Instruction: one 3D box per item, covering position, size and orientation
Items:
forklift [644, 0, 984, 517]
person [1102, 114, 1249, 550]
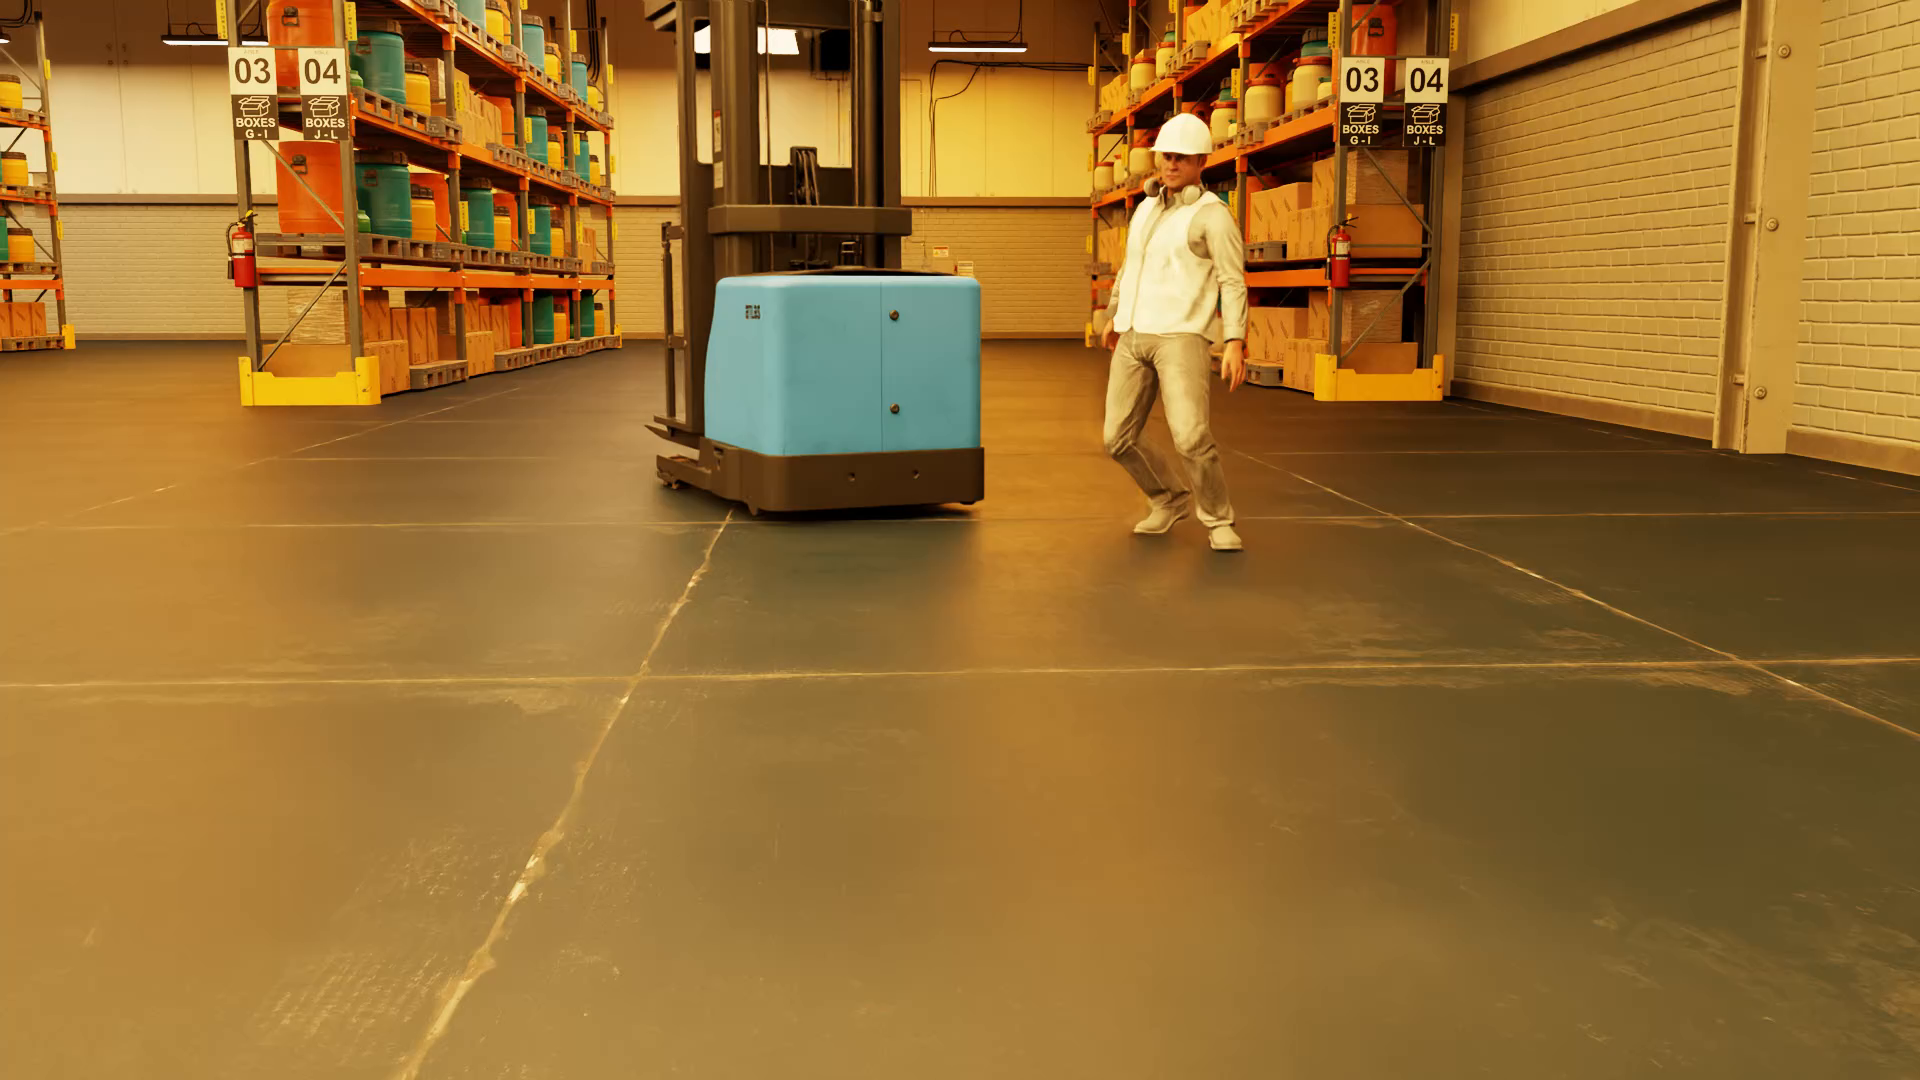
[{"bbox_3d":[-0.948,-1.730,8.482,1.130,2.935,3.031,-4,9,-24],"label":"forklift"},{"bbox_3d":[0.866,-0.842,6.749,0.486,1.699,0.873,-6,10,-35],"label":"person"}]
